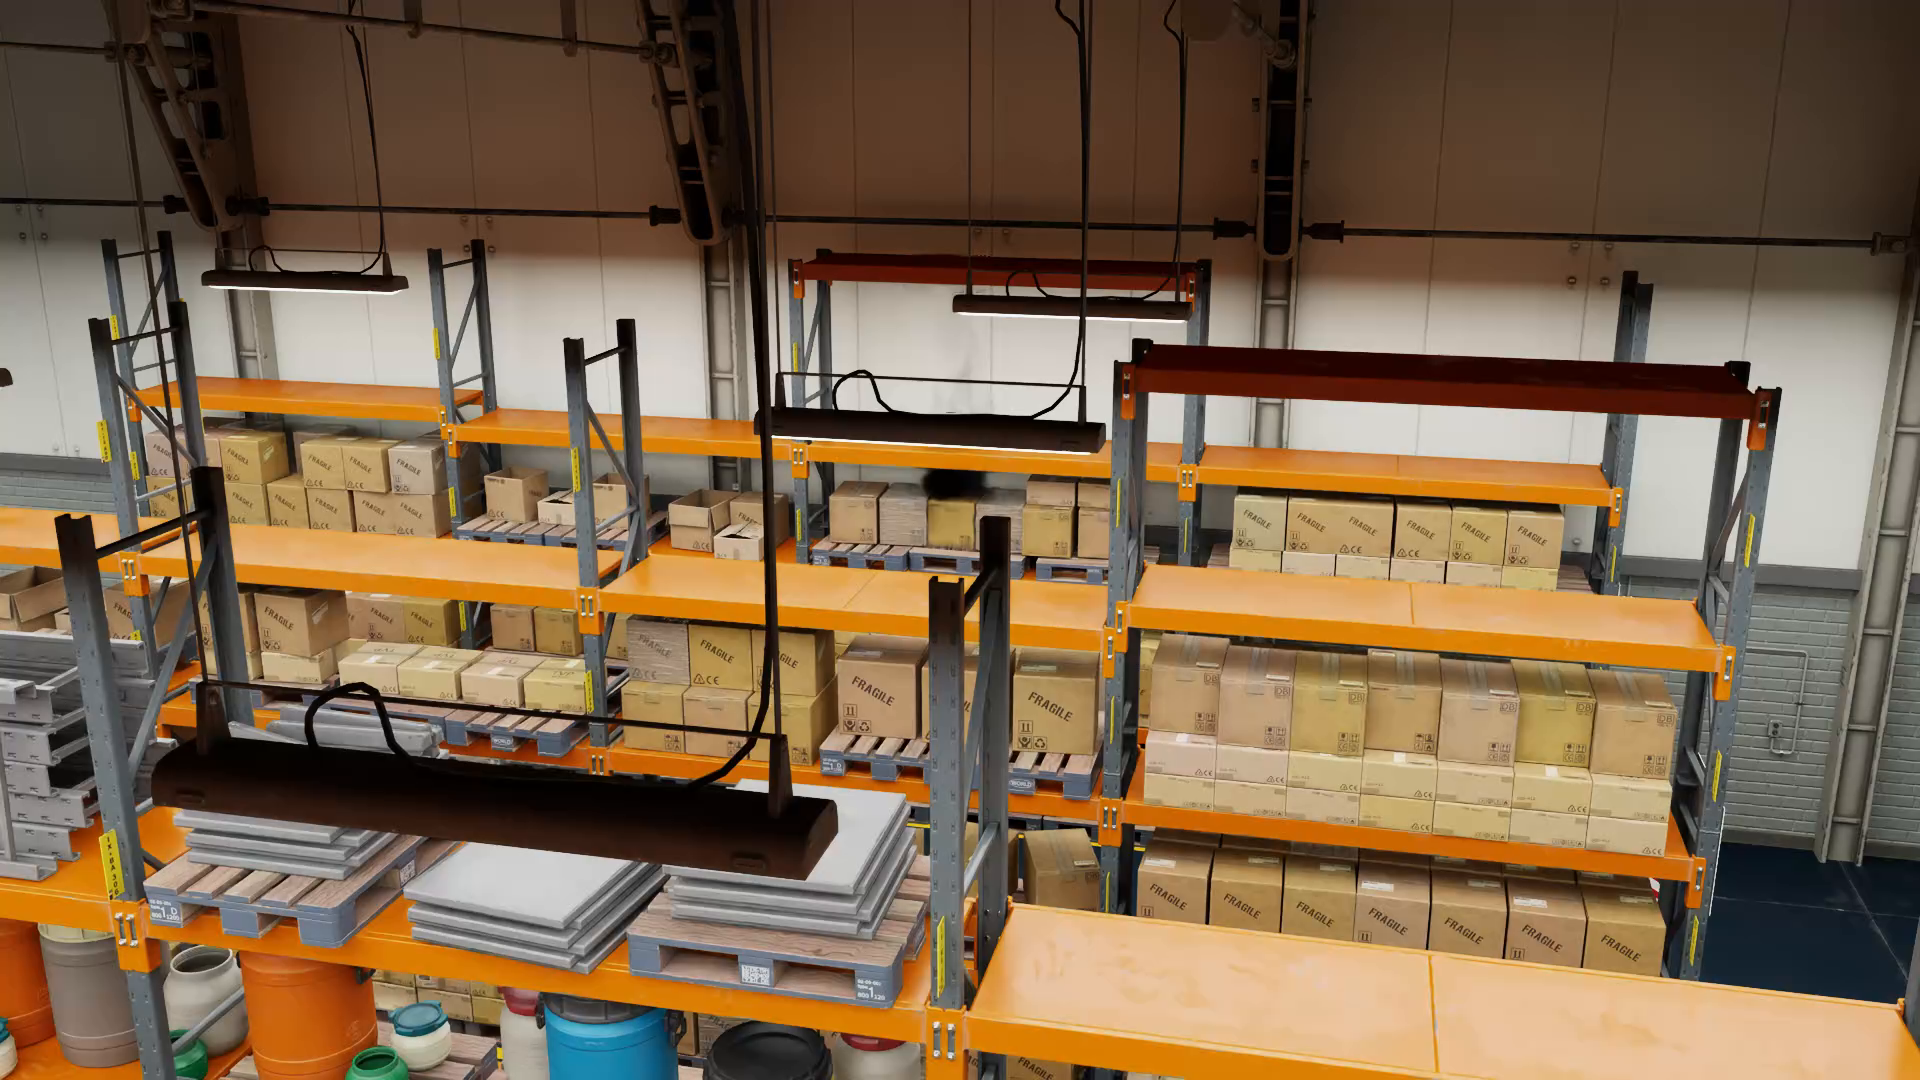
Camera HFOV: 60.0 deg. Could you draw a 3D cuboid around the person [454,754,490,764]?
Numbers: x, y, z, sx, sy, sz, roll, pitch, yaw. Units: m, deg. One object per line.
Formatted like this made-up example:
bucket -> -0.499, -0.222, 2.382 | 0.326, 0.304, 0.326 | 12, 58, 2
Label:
person -> -4.869, 2.502, 16.884 | 0.971, 1.766, 0.738 | 1, 16, 2
